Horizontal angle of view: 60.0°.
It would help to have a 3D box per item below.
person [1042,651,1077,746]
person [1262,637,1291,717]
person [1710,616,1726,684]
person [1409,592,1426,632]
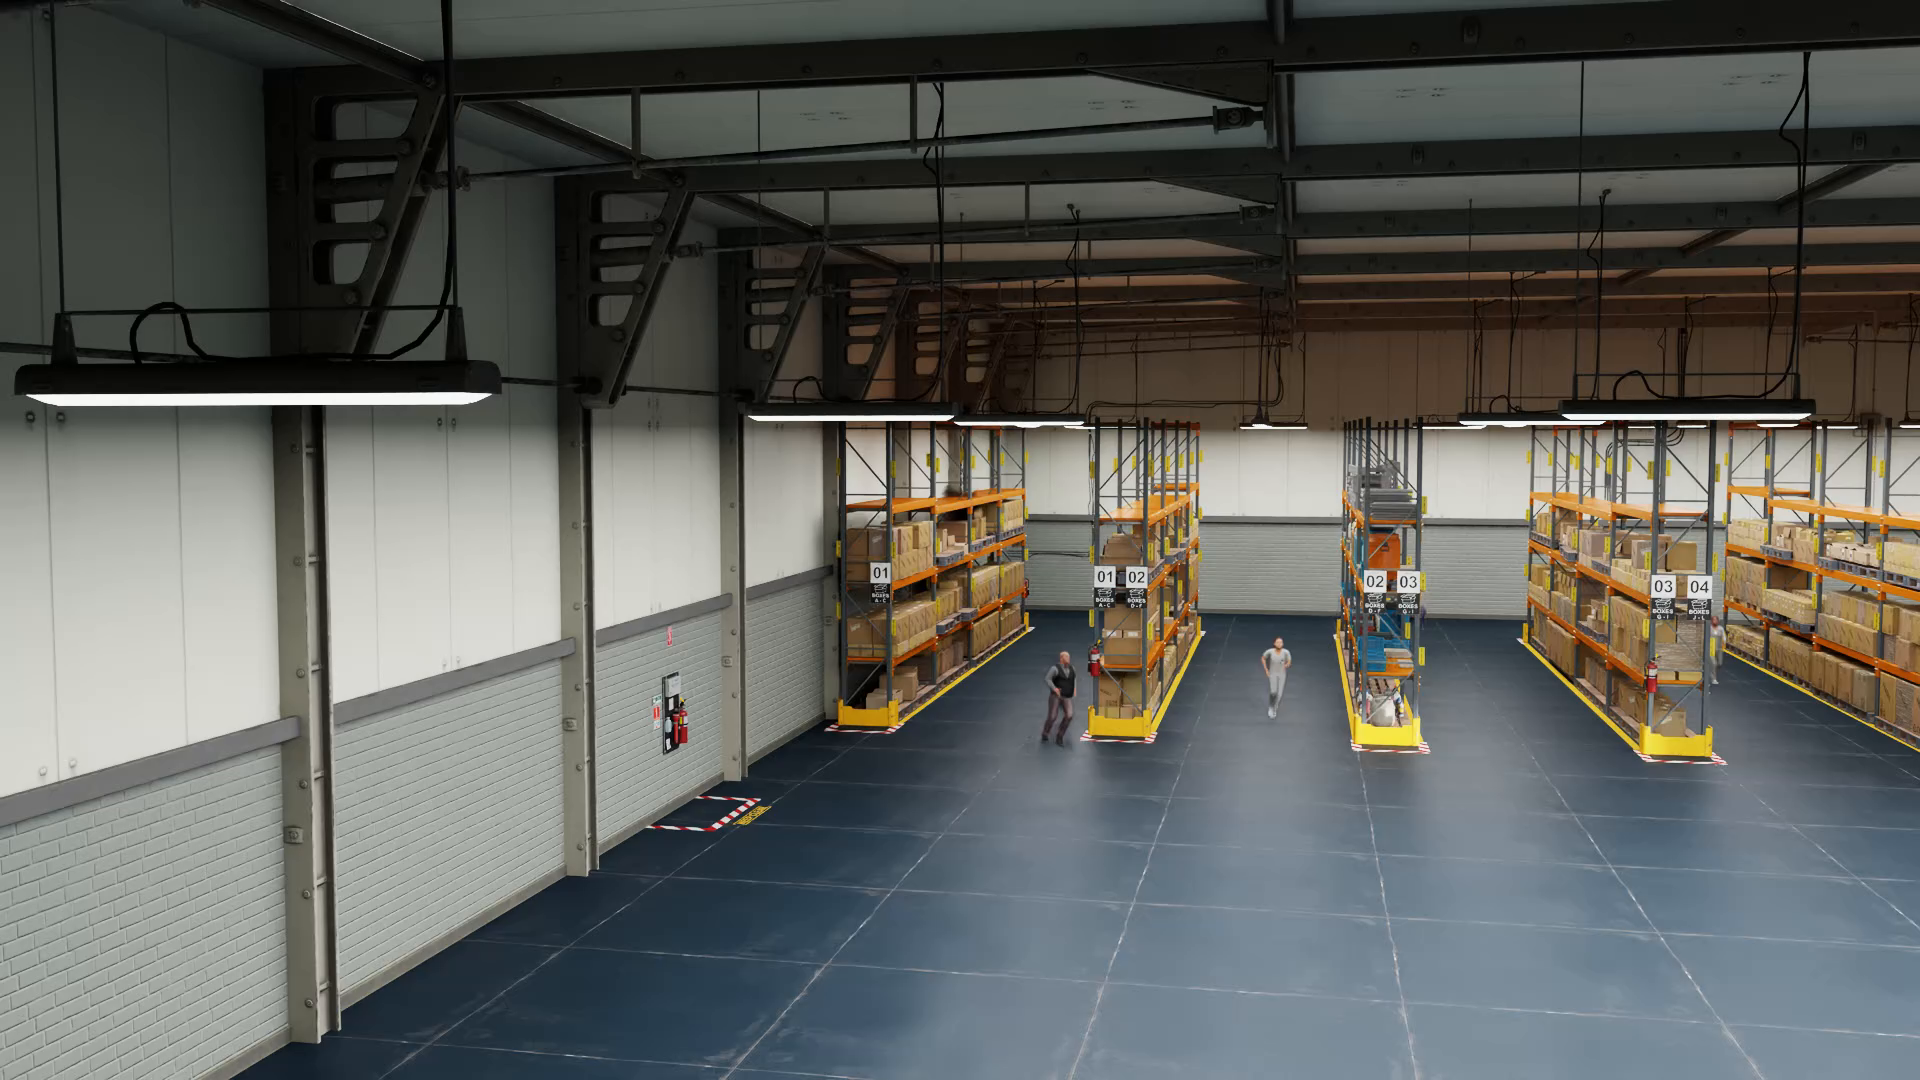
[{"bbox_3d":[1.889,2.905,30.575,0.715,1.715,0.663,-1,4,-19],"label":"person"},{"bbox_3d":[6.336,2.734,33.223,0.559,1.627,0.666,0,4,0],"label":"person"},{"bbox_3d":[17.154,2.489,37.858,0.525,1.554,0.575,1,4,12],"label":"person"},{"bbox_3d":[13.000,1.817,47.776,0.827,1.684,0.626,2,4,31],"label":"person"}]
